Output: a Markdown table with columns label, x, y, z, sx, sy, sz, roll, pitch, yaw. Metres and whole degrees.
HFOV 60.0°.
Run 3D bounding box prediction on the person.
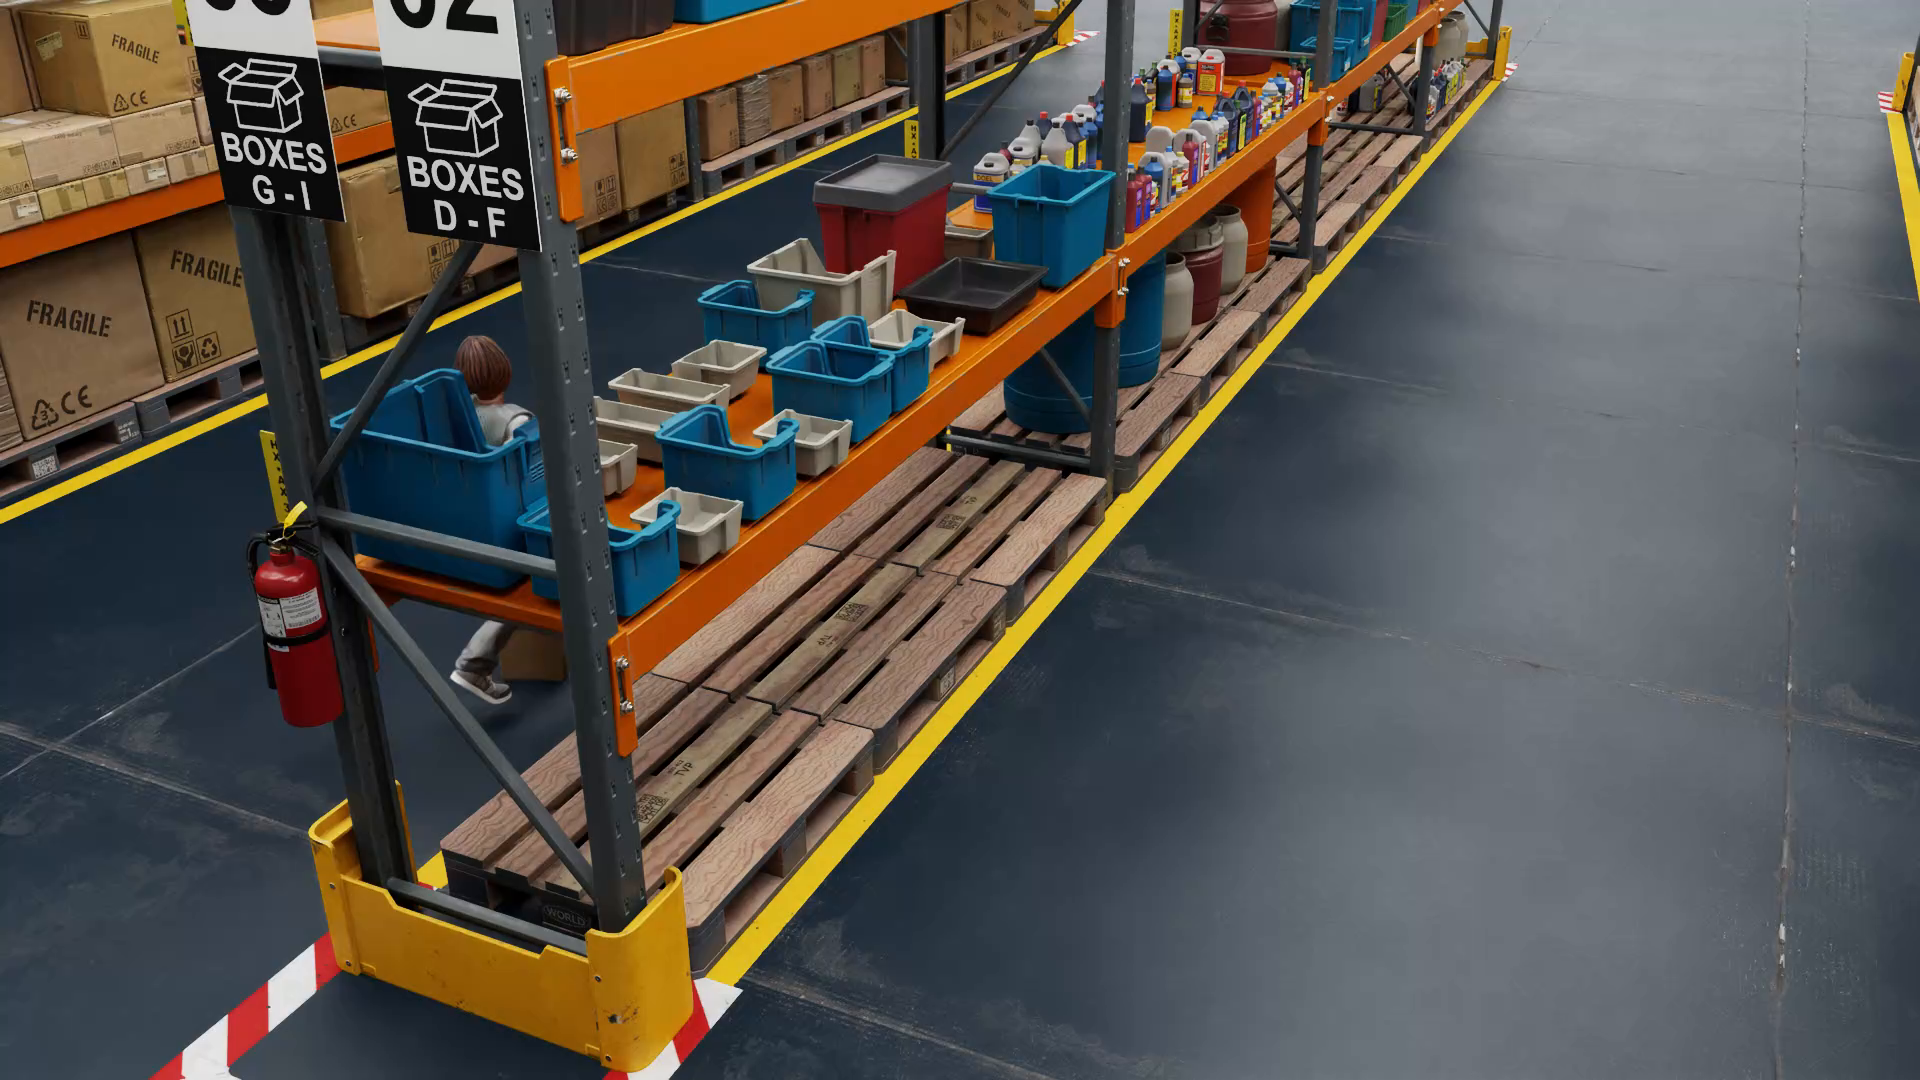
| label | x | y | z | sx | sy | sz | roll | pitch | yaw |
| --- | --- | --- | --- | --- | --- | --- | --- | --- | --- |
| person | -1.603 | -0.040 | 6.220 | 0.427 | 1.566 | 0.664 | 21 | 33 | 36 |
